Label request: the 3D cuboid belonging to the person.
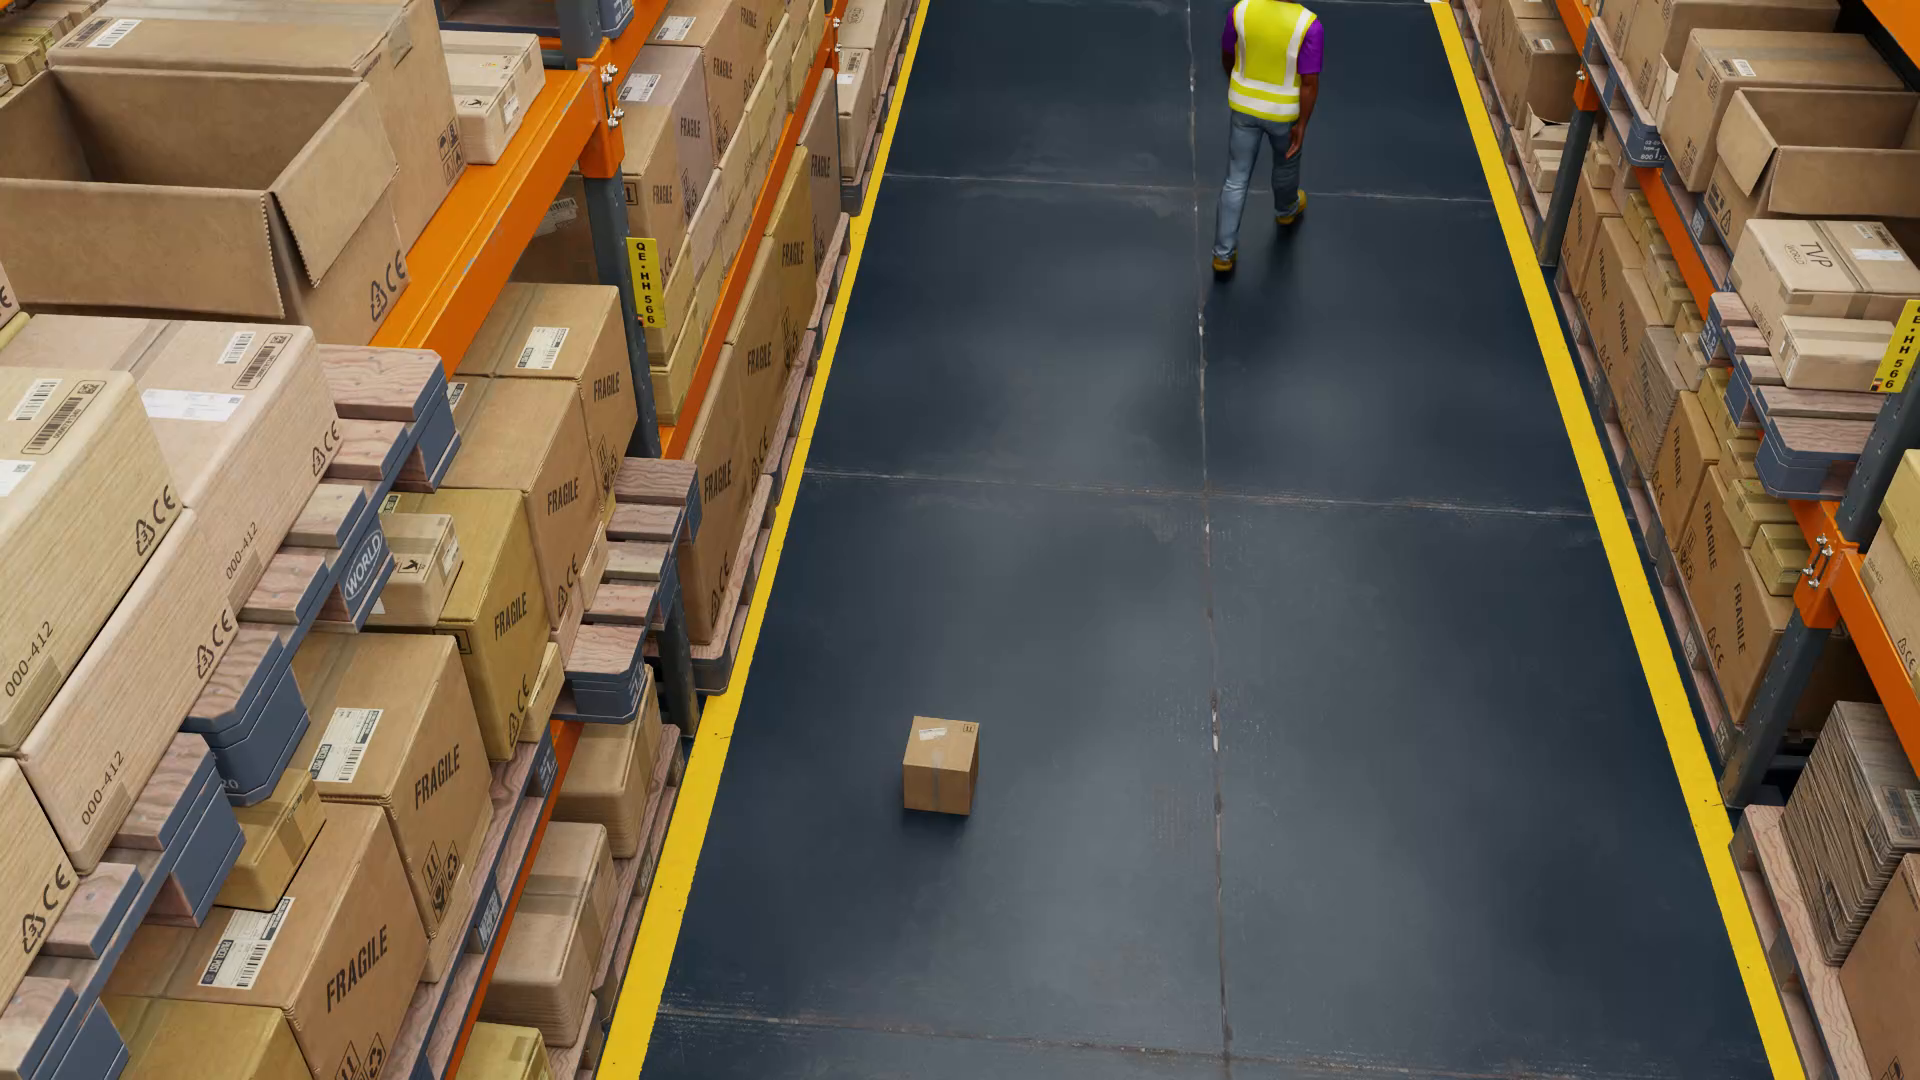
[{"bbox_3d":[1.679,-2.391,8.992,0.582,1.716,1.041,16,43,19],"label":"person"}]
